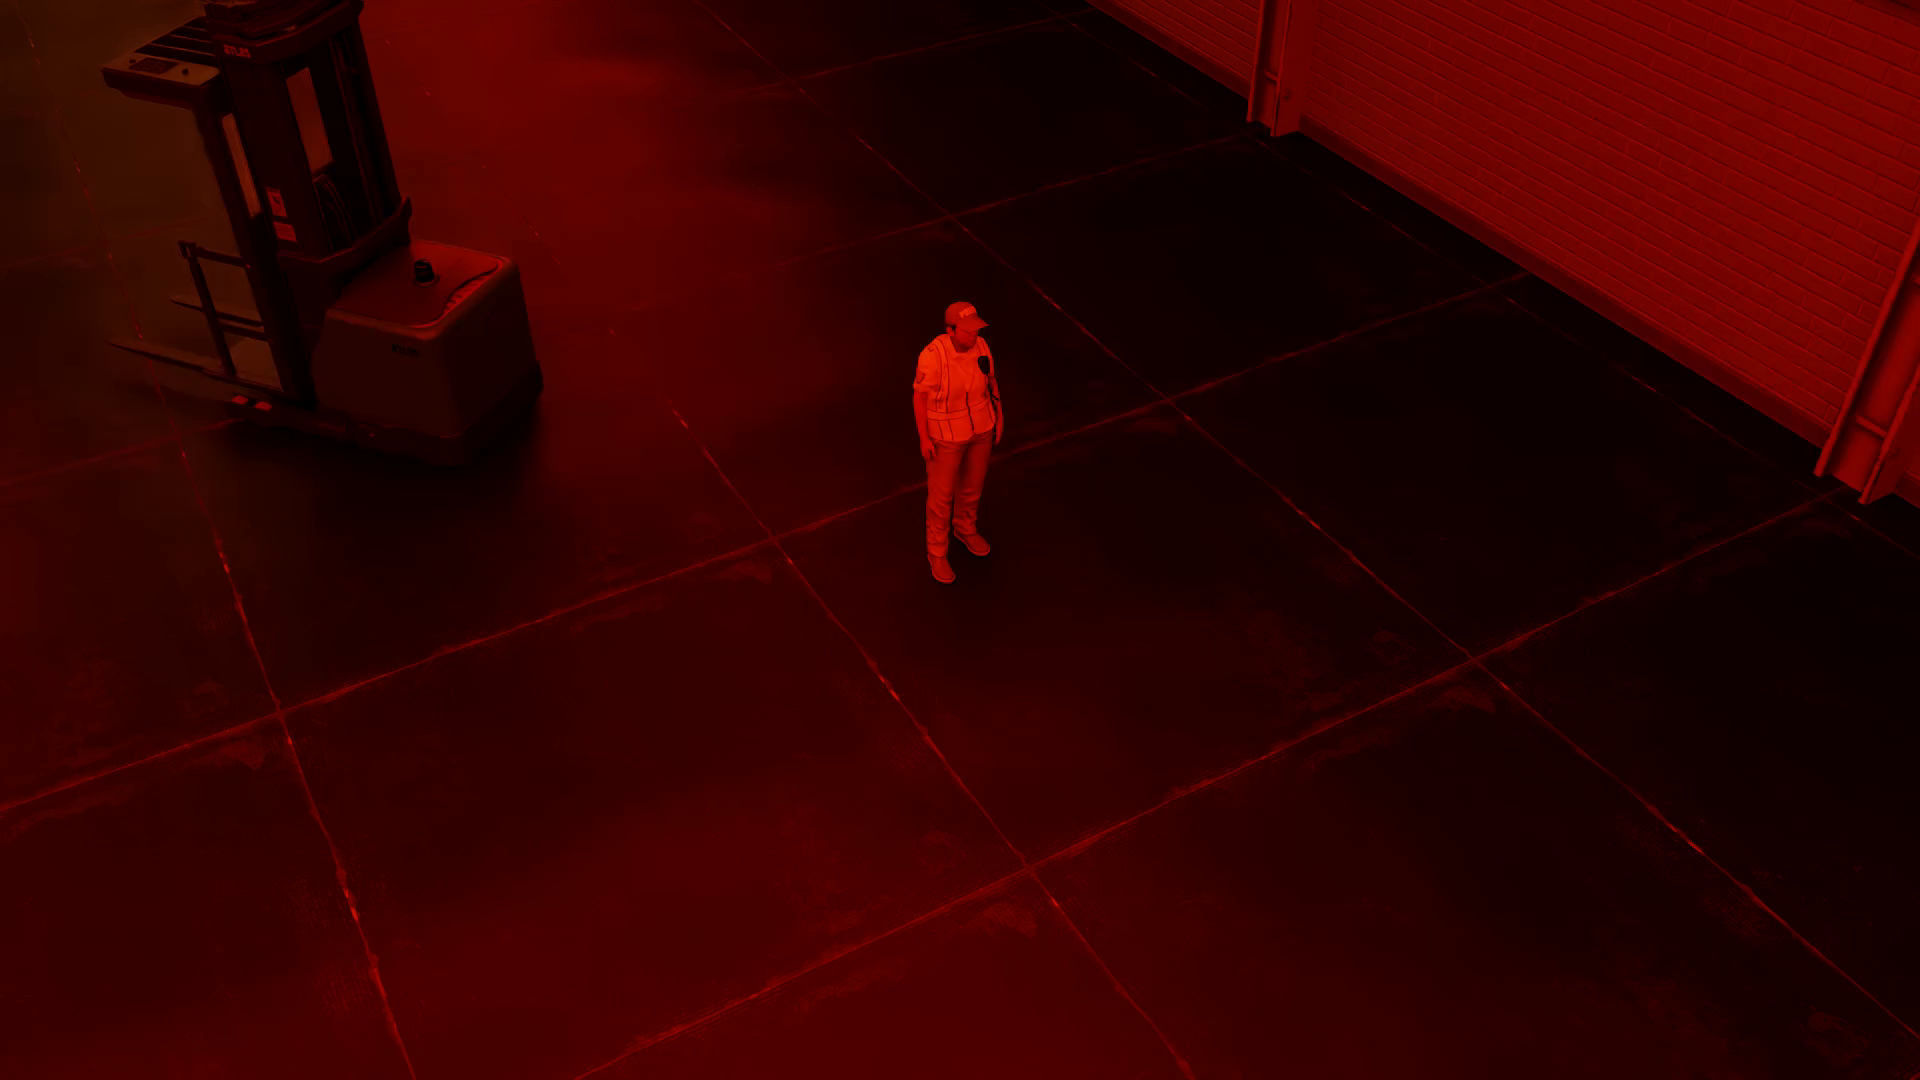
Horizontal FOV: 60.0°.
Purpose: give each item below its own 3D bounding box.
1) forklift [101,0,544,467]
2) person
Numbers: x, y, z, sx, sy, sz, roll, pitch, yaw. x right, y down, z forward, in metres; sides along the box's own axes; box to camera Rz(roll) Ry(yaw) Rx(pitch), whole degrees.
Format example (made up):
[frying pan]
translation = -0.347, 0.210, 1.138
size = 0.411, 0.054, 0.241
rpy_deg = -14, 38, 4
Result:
[forklift]
translation = -4.443, -2.195, 10.682
size = 3.031, 2.935, 1.130
rpy_deg = 14, 42, 16
[person]
translation = 0.018, -0.597, 9.736
size = 0.598, 1.670, 0.529
rpy_deg = -20, 44, -23
